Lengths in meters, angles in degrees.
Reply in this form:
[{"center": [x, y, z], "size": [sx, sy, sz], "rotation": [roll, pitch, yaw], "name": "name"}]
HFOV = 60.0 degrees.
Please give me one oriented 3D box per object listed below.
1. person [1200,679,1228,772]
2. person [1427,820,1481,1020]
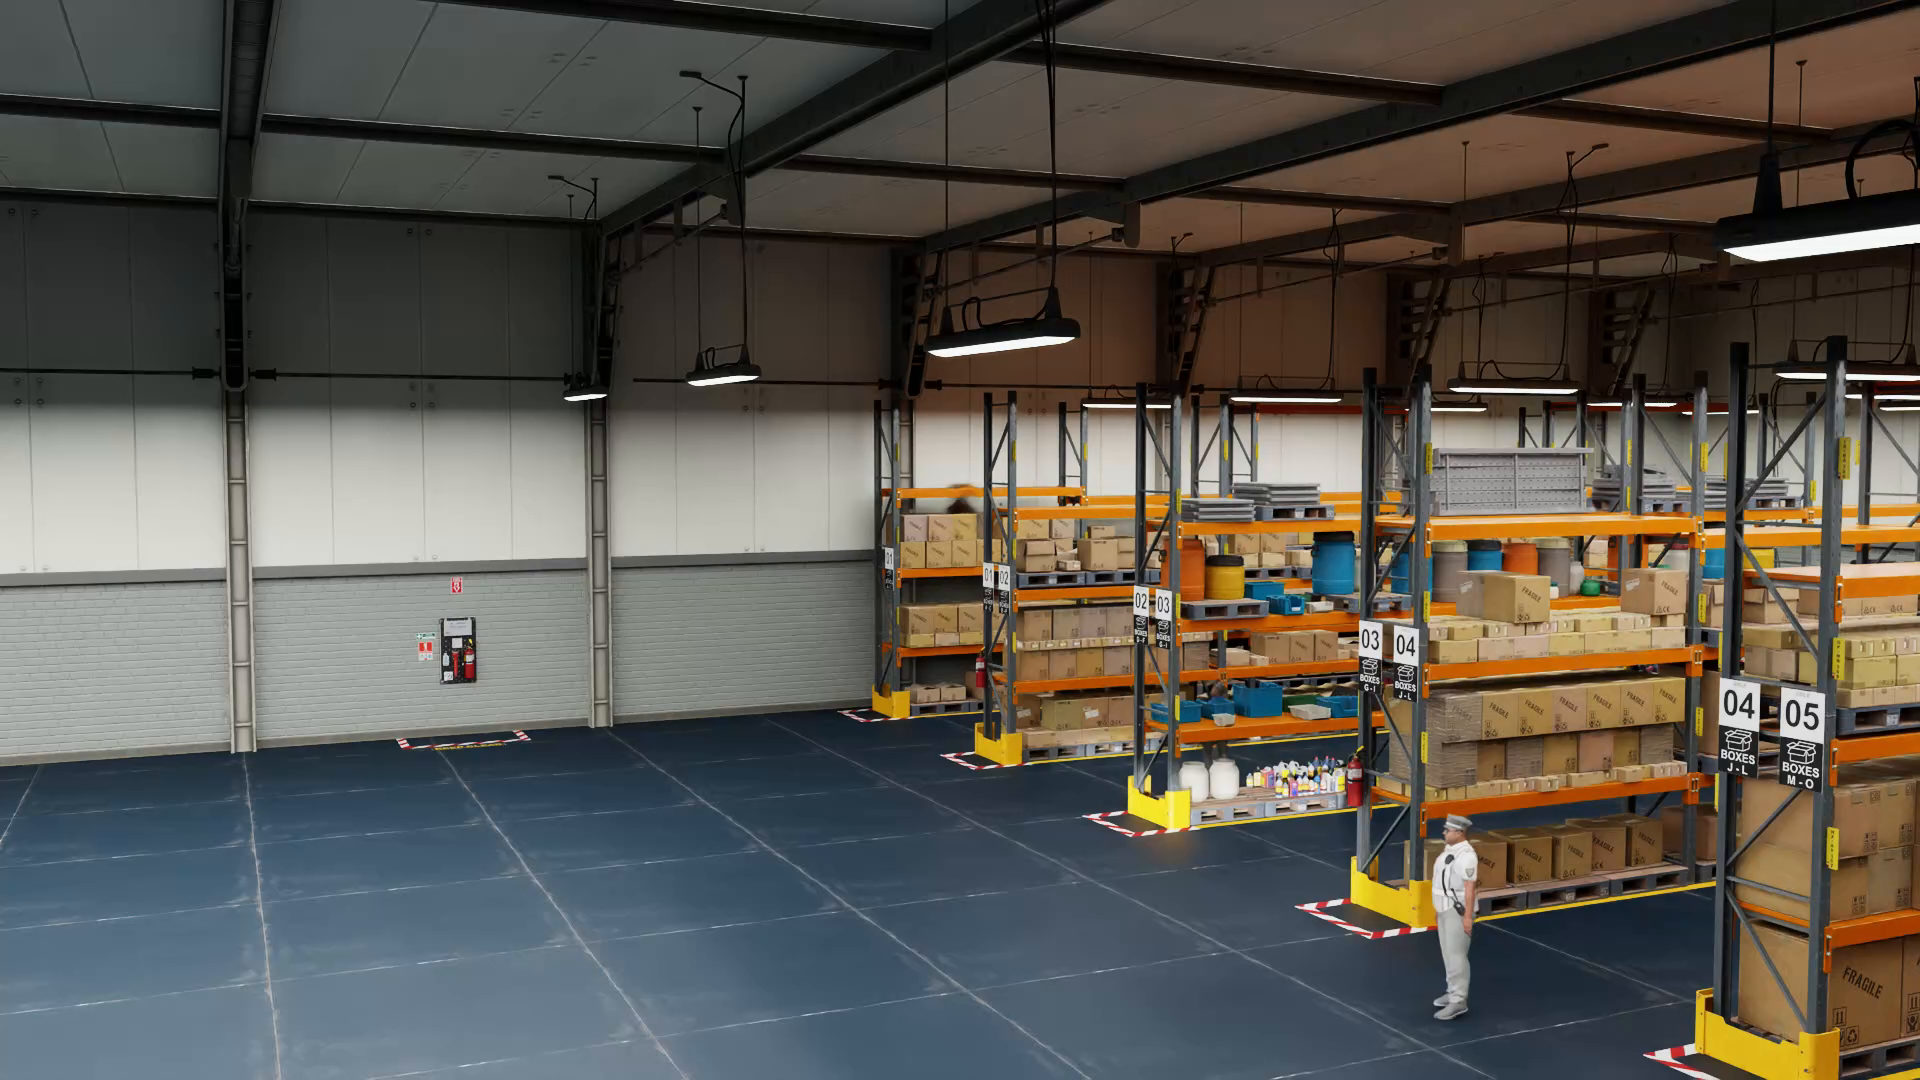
[{"center": [3.805, 2.923, 24.977], "size": [0.508, 1.716, 0.537], "rotation": [-2, 4, -29], "name": "person"}, {"center": [4.486, 3.413, 15.139], "size": [0.552, 1.772, 0.642], "rotation": [-1, 4, -22], "name": "person"}]
